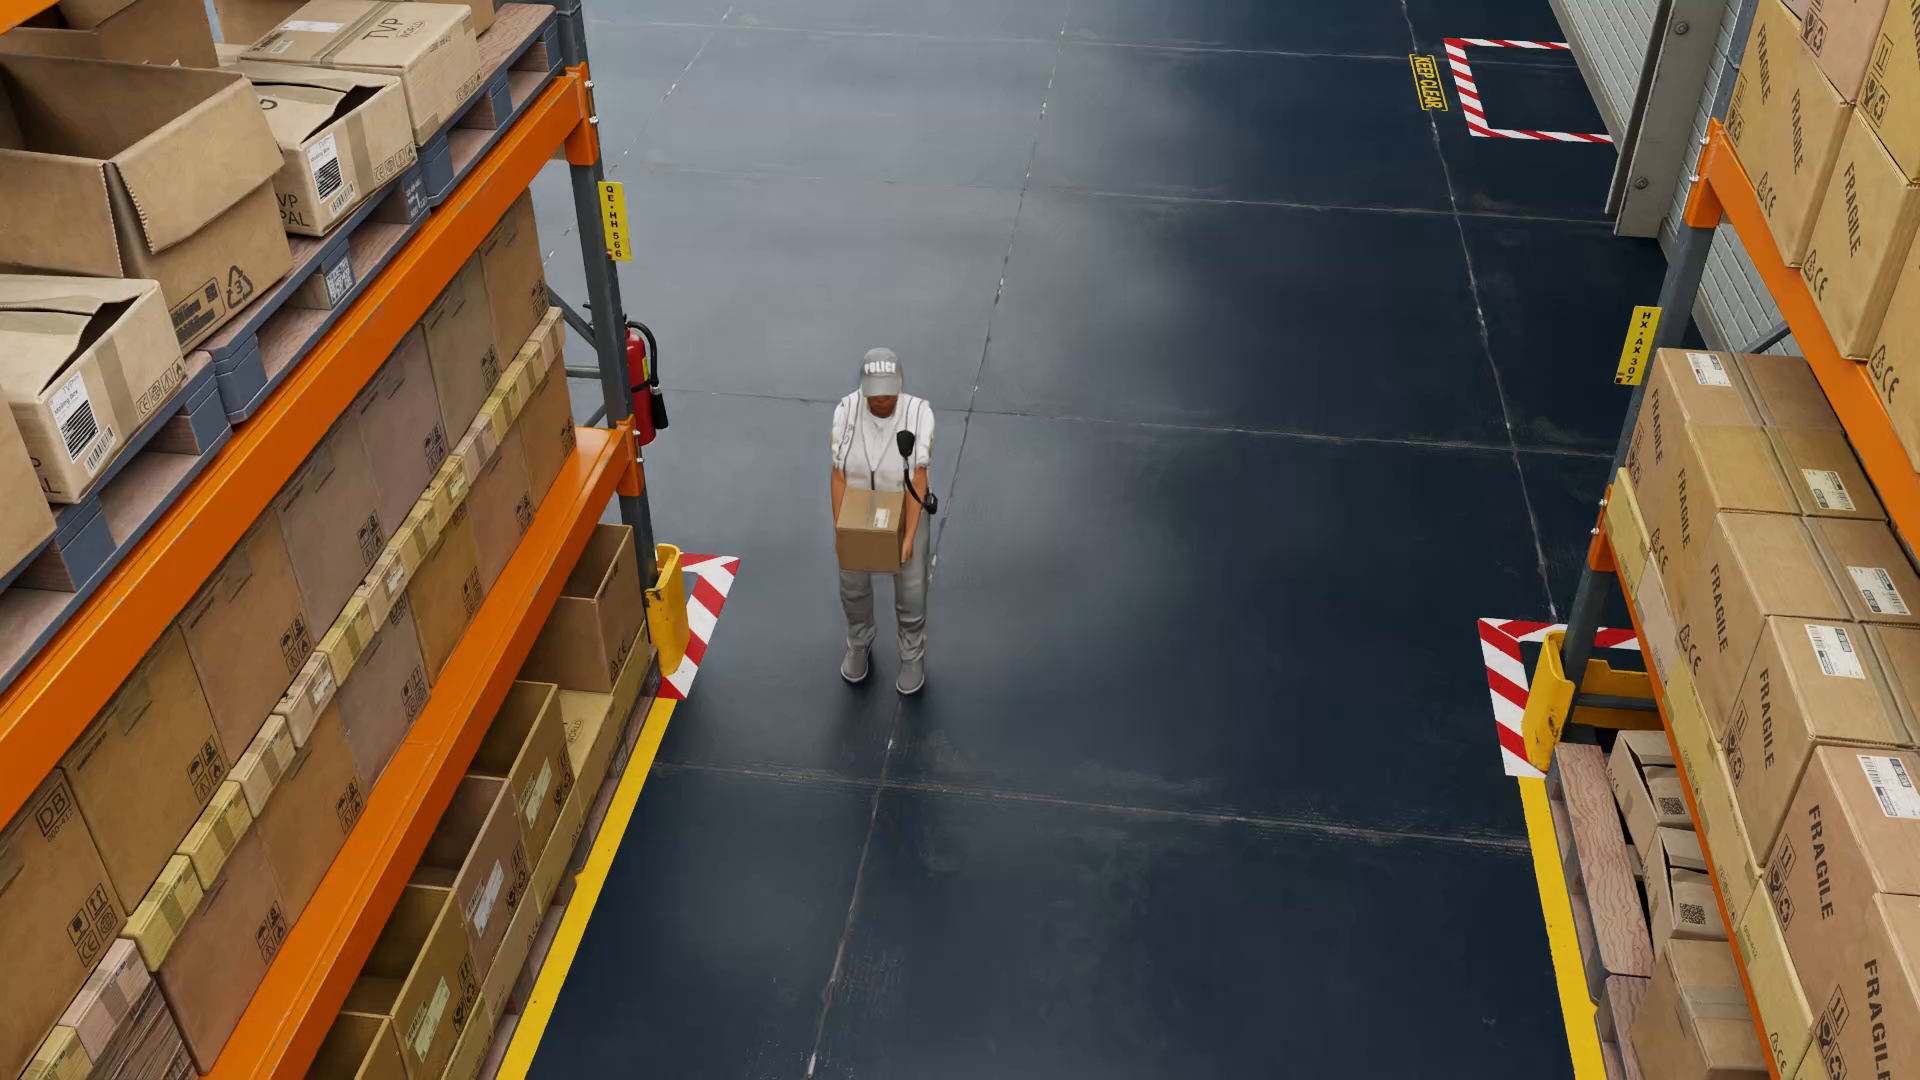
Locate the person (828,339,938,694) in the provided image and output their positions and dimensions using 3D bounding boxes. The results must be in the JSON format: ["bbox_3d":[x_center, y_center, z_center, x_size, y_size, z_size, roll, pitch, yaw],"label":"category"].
[{"bbox_3d":[-0.333,-0.068,7.138,0.455,1.658,0.535,5,37,7],"label":"person"}]
